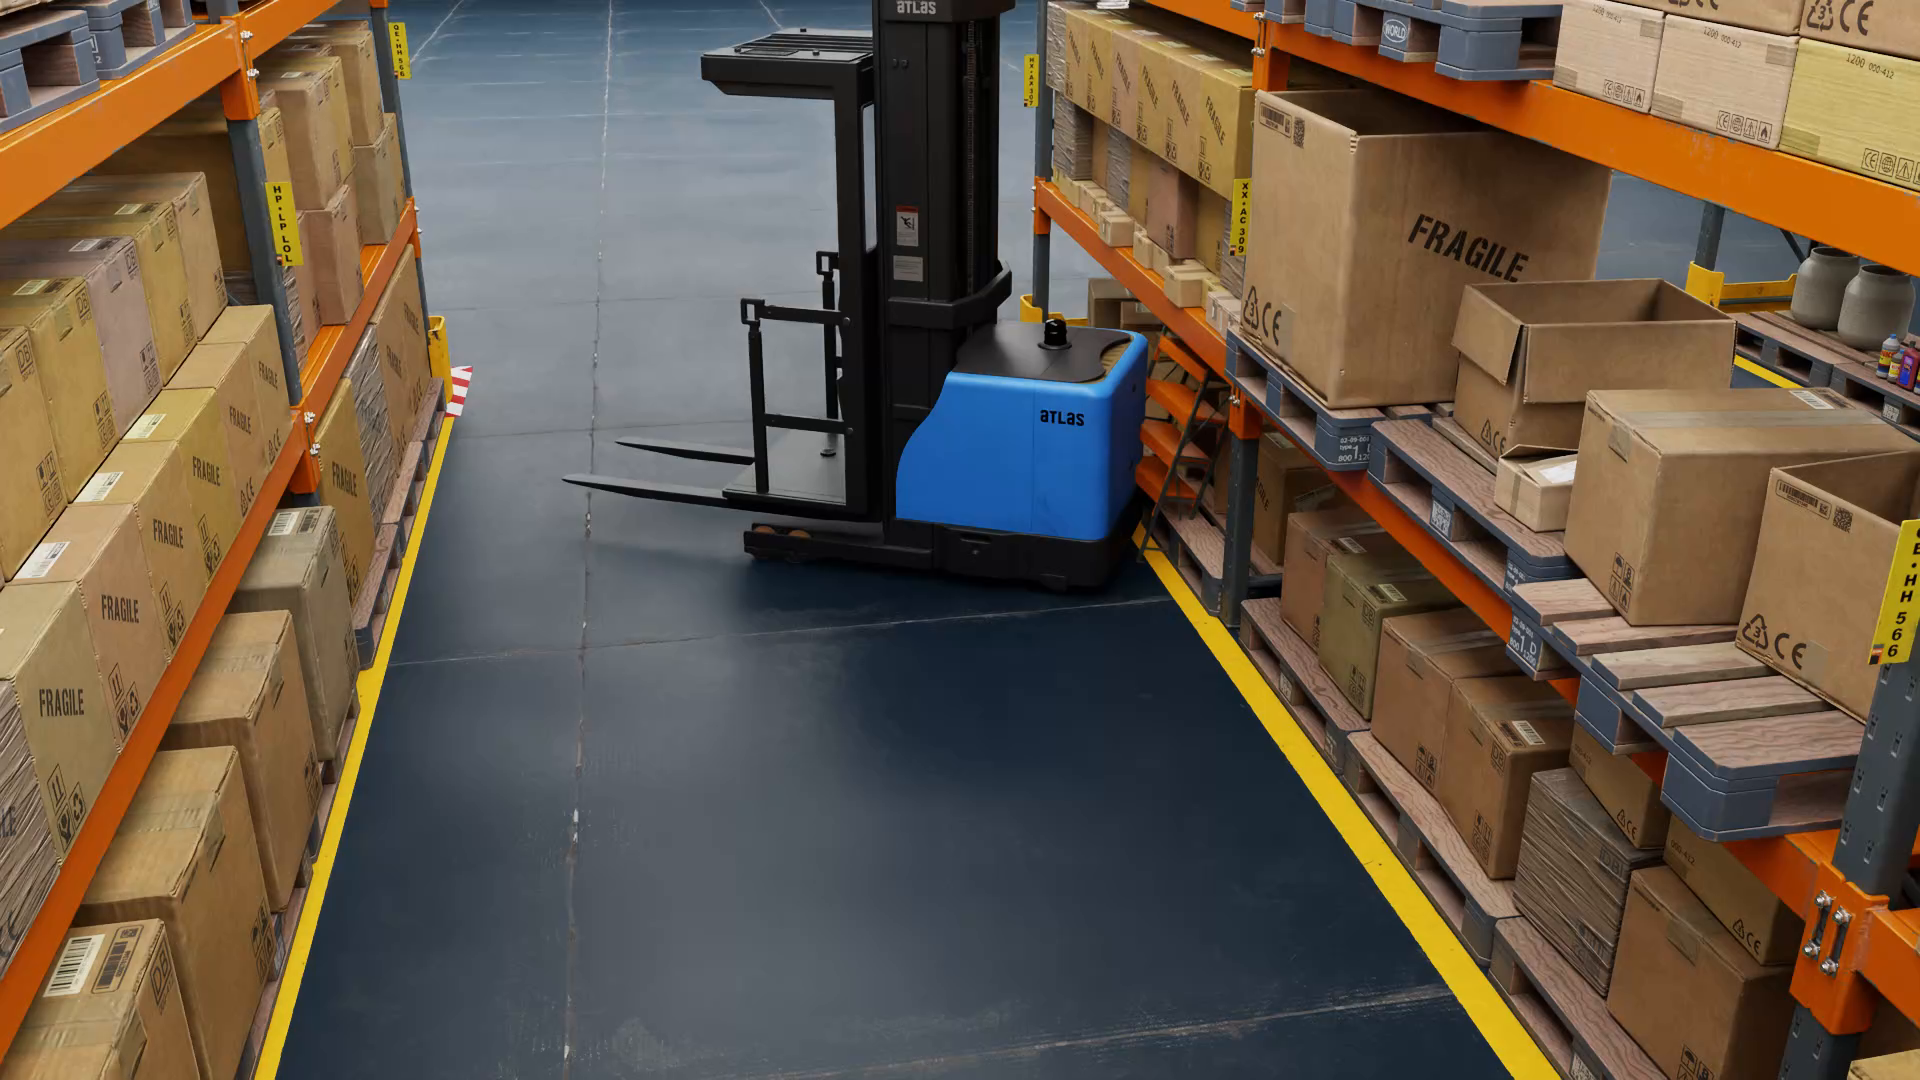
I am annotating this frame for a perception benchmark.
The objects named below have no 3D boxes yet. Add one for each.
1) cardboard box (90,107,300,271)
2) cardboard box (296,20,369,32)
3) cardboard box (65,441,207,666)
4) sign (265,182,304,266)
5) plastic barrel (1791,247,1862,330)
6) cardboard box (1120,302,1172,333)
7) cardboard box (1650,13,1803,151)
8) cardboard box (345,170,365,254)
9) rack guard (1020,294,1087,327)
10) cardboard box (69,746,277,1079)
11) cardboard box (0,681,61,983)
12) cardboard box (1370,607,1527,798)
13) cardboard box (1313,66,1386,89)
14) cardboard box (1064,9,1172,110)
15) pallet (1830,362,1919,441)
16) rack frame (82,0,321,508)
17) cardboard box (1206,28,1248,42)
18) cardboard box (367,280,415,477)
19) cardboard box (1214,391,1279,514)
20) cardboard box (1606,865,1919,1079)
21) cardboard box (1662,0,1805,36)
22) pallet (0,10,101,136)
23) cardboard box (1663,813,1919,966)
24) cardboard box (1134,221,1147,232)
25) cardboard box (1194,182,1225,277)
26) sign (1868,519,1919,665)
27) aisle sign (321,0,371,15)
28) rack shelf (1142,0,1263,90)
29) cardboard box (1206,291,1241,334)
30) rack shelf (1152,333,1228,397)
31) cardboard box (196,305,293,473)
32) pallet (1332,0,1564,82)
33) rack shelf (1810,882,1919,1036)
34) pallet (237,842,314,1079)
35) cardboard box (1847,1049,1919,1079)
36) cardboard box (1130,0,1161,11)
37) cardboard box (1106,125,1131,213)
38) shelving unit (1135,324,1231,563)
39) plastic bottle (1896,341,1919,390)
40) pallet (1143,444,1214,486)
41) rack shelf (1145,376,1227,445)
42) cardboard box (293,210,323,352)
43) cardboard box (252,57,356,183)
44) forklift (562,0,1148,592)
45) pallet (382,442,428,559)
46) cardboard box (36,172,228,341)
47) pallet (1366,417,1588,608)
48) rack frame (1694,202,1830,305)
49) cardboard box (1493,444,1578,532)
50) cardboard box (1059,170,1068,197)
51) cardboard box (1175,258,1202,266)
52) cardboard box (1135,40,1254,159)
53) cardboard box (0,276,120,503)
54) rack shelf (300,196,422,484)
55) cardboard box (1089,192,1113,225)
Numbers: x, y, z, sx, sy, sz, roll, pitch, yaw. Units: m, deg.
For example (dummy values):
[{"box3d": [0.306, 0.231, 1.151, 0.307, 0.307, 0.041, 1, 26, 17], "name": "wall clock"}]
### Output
[{"box3d": [-3.195, -1.399, 6.669, 0.875, 0.550, 0.550, -4, 24, -10], "name": "cardboard box"}, {"box3d": [-3.870, -2.676, 9.593, 0.875, 0.550, 0.550, -4, 24, -10], "name": "cardboard box"}, {"box3d": [-2.518, 0.049, 4.766, 0.500, 0.500, 0.500, -5, 24, -10], "name": "cardboard box"}, {"box3d": [-2.629, -1.226, 6.462, 0.100, 0.325, 0.005, -4, 24, -10], "name": "sign"}, {"box3d": [6.057, -1.754, 11.603, 0.421, 0.512, 0.421, 0, 24, 0], "name": "plastic barrel"}, {"box3d": [1.236, -1.156, 10.248, 0.500, 0.500, 0.500, 2, 24, 4], "name": "cardboard box"}, {"box3d": [2.038, -1.111, 3.985, 0.500, 0.250, 0.500, -4, 24, -10], "name": "cardboard box"}, {"box3d": [-3.684, -1.743, 8.806, 0.875, 0.550, 0.550, -4, 24, -10], "name": "cardboard box"}, {"box3d": [1.007, -1.413, 11.361, 1.175, 0.500, 0.348, -4, 24, -10], "name": "rack guard"}, {"box3d": [-2.610, 1.134, 4.692, 1.050, 0.750, 0.750, -4, 24, -9], "name": "cardboard box"}, {"box3d": [-2.238, 0.643, 3.405, 0.500, 0.500, 0.500, -4, 24, -9], "name": "cardboard box"}, {"box3d": [1.999, 0.581, 6.246, 0.700, 0.500, 0.500, -6, 24, -14], "name": "cardboard box"}, {"box3d": [1.899, -1.851, 7.495, 0.500, 0.500, 0.500, -4, 24, -10], "name": "cardboard box"}, {"box3d": [0.912, -2.795, 9.657, 0.500, 0.500, 0.500, -4, 24, -10], "name": "cardboard box"}, {"box3d": [6.288, -0.852, 10.437, 1.003, 0.211, 1.213, -4, 24, -10], "name": "pallet"}, {"box3d": [-3.160, -0.688, 6.577, 1.000, 3.000, 0.127, -4, 24, -10], "name": "rack frame"}, {"box3d": [1.610, -2.441, 8.844, 0.500, 0.500, 0.500, -4, 24, -10], "name": "cardboard box"}, {"box3d": [-3.545, -0.872, 9.129, 0.875, 0.875, 0.875, -5, 24, -11], "name": "cardboard box"}, {"box3d": [1.585, -0.447, 8.625, 0.500, 0.500, 0.500, 3, 24, 7], "name": "cardboard box"}, {"box3d": [2.329, 1.240, 4.737, 0.700, 0.500, 0.500, -6, 24, -13], "name": "cardboard box"}, {"box3d": [2.033, -1.461, 3.851, 0.500, 0.500, 0.500, -4, 24, -10], "name": "cardboard box"}, {"box3d": [-2.802, -1.092, 3.990, 1.003, 0.211, 1.213, -3, 24, -7], "name": "pallet"}, {"box3d": [2.319, 0.897, 4.585, 0.500, 0.250, 0.500, -3, 24, -8], "name": "cardboard box"}, {"box3d": [1.170, -1.658, 9.112, 0.380, 0.149, 0.250, -4, 24, -10], "name": "cardboard box"}, {"box3d": [1.652, -1.578, 8.119, 0.875, 0.500, 0.500, -4, 24, -10], "name": "cardboard box"}, {"box3d": [1.941, 0.108, 3.408, 0.100, 0.325, 0.005, -4, 24, -10], "name": "sign"}, {"box3d": [-3.618, -3.503, 9.774, 0.394, 0.787, 0.004, -4, 24, -10], "name": "aisle sign"}, {"box3d": [1.363, -2.847, 8.672, 1.077, 0.370, 4.000, -4, 24, -10], "name": "rack shelf"}, {"box3d": [1.367, -1.062, 7.748, 0.380, 0.149, 0.250, -4, 24, -10], "name": "cardboard box"}, {"box3d": [1.200, -0.862, 8.337, 0.258, 0.148, 0.480, 6, 26, -27], "name": "rack shelf"}, {"box3d": [-2.801, -0.548, 6.133, 0.500, 0.500, 0.500, -4, 24, -10], "name": "cardboard box"}, {"box3d": [1.937, -1.645, 5.256, 1.213, 0.211, 1.003, -4, 24, -10], "name": "pallet"}, {"box3d": [2.842, 1.674, 2.067, 1.077, 0.370, 4.000, -4, 24, -10], "name": "rack shelf"}, {"box3d": [-2.715, 1.369, 5.352, 1.003, 0.211, 1.213, -4, 24, -10], "name": "pallet"}, {"box3d": [2.580, 1.612, 3.441, 1.225, 0.875, 0.875, -5, 24, -12], "name": "cardboard box"}, {"box3d": [1.338, -3.031, 10.196, 0.500, 0.500, 0.500, -4, 24, -10], "name": "cardboard box"}, {"box3d": [1.328, -2.165, 9.462, 0.875, 0.500, 0.500, -4, 24, -10], "name": "cardboard box"}, {"box3d": [1.087, -0.517, 8.488, 0.258, 1.200, 0.503, 6, 26, -27], "name": "shelving unit"}, {"box3d": [5.914, -1.085, 10.332, 0.061, 0.283, 0.133, -4, 24, -9], "name": "plastic bottle"}, {"box3d": [1.345, -0.480, 9.585, 1.003, 0.211, 1.213, -4, 24, -10], "name": "pallet"}, {"box3d": [1.132, -0.654, 8.428, 0.258, 0.148, 0.480, 6, 26, -27], "name": "rack shelf"}, {"box3d": [-3.364, -1.116, 7.369, 0.875, 0.550, 0.550, -4, 24, -10], "name": "cardboard box"}, {"box3d": [-3.481, -2.037, 8.130, 0.875, 0.550, 0.500, -4, 24, -10], "name": "cardboard box"}, {"box3d": [-0.600, -1.417, 8.332, 3.031, 2.935, 1.130, 7, 25, 16], "name": "forklift"}, {"box3d": [-3.453, -0.196, 8.935, 1.003, 0.211, 1.213, -4, 24, -10], "name": "pallet"}, {"box3d": [-3.063, -0.997, 5.911, 0.700, 0.500, 0.500, -5, 24, -11], "name": "cardboard box"}, {"box3d": [2.066, -0.130, 5.539, 1.003, 0.211, 1.213, -4, 24, -10], "name": "pallet"}, {"box3d": [5.861, -2.955, 11.769, 1.000, 3.000, 0.127, -4, 24, -10], "name": "rack frame"}, {"box3d": [1.899, -0.209, 5.123, 0.396, 0.266, 0.258, -5, 24, -11], "name": "cardboard box"}, {"box3d": [0.839, -2.244, 10.454, 0.380, 0.149, 0.250, -4, 24, -10], "name": "cardboard box"}, {"box3d": [1.308, -1.363, 8.437, 0.380, 0.149, 0.250, -4, 24, -10], "name": "cardboard box"}, {"box3d": [1.194, -2.206, 8.306, 0.500, 0.500, 0.500, -4, 24, -10], "name": "cardboard box"}, {"box3d": [-2.781, -0.397, 4.538, 0.700, 0.500, 0.500, -5, 24, -10], "name": "cardboard box"}, {"box3d": [-3.530, -1.145, 8.523, 1.077, 0.370, 4.000, -4, 24, -10], "name": "rack shelf"}, {"box3d": [0.976, -1.949, 9.778, 0.380, 0.149, 0.250, -4, 24, -10], "name": "cardboard box"}]
